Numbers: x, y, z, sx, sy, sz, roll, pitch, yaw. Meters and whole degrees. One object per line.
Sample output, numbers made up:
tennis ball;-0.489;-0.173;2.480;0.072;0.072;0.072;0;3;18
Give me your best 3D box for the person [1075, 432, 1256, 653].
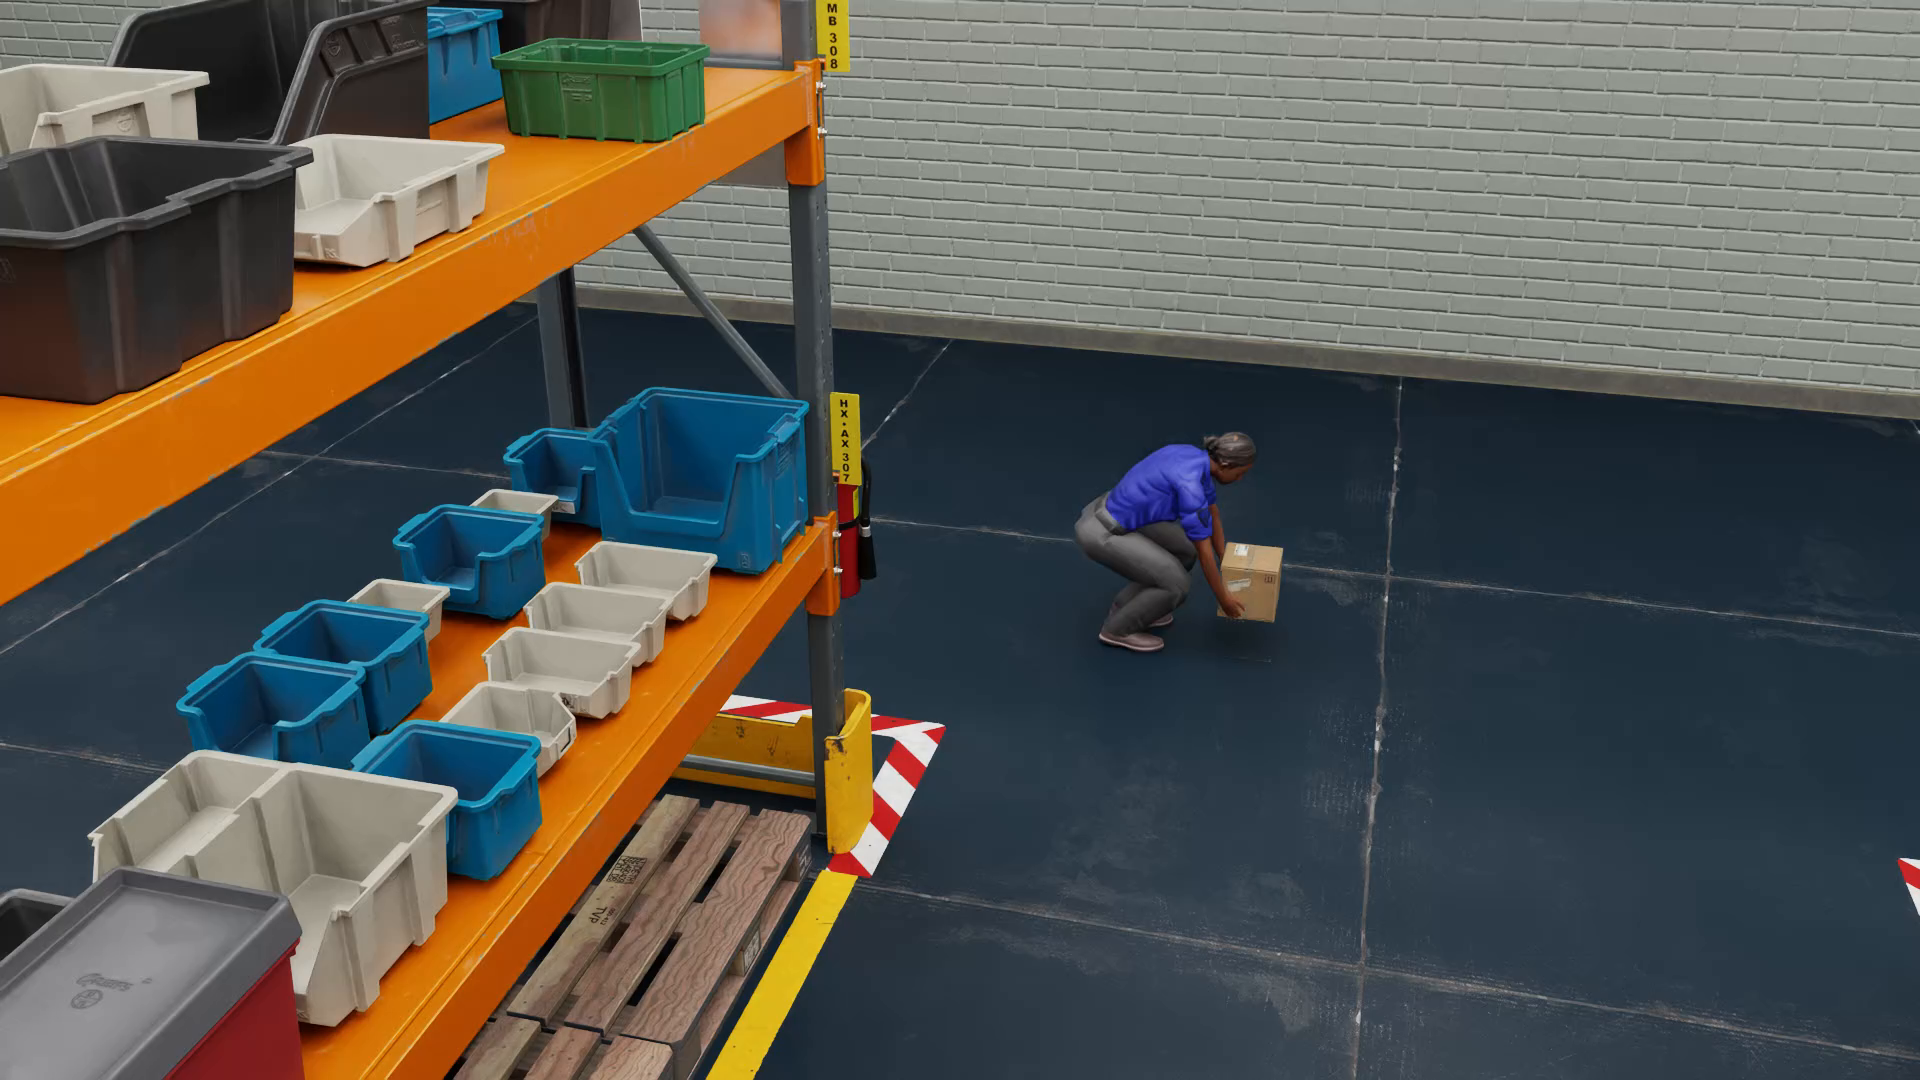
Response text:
person;0.918;-0.022;7.428;0.786;1.006;0.486;6;26;13
